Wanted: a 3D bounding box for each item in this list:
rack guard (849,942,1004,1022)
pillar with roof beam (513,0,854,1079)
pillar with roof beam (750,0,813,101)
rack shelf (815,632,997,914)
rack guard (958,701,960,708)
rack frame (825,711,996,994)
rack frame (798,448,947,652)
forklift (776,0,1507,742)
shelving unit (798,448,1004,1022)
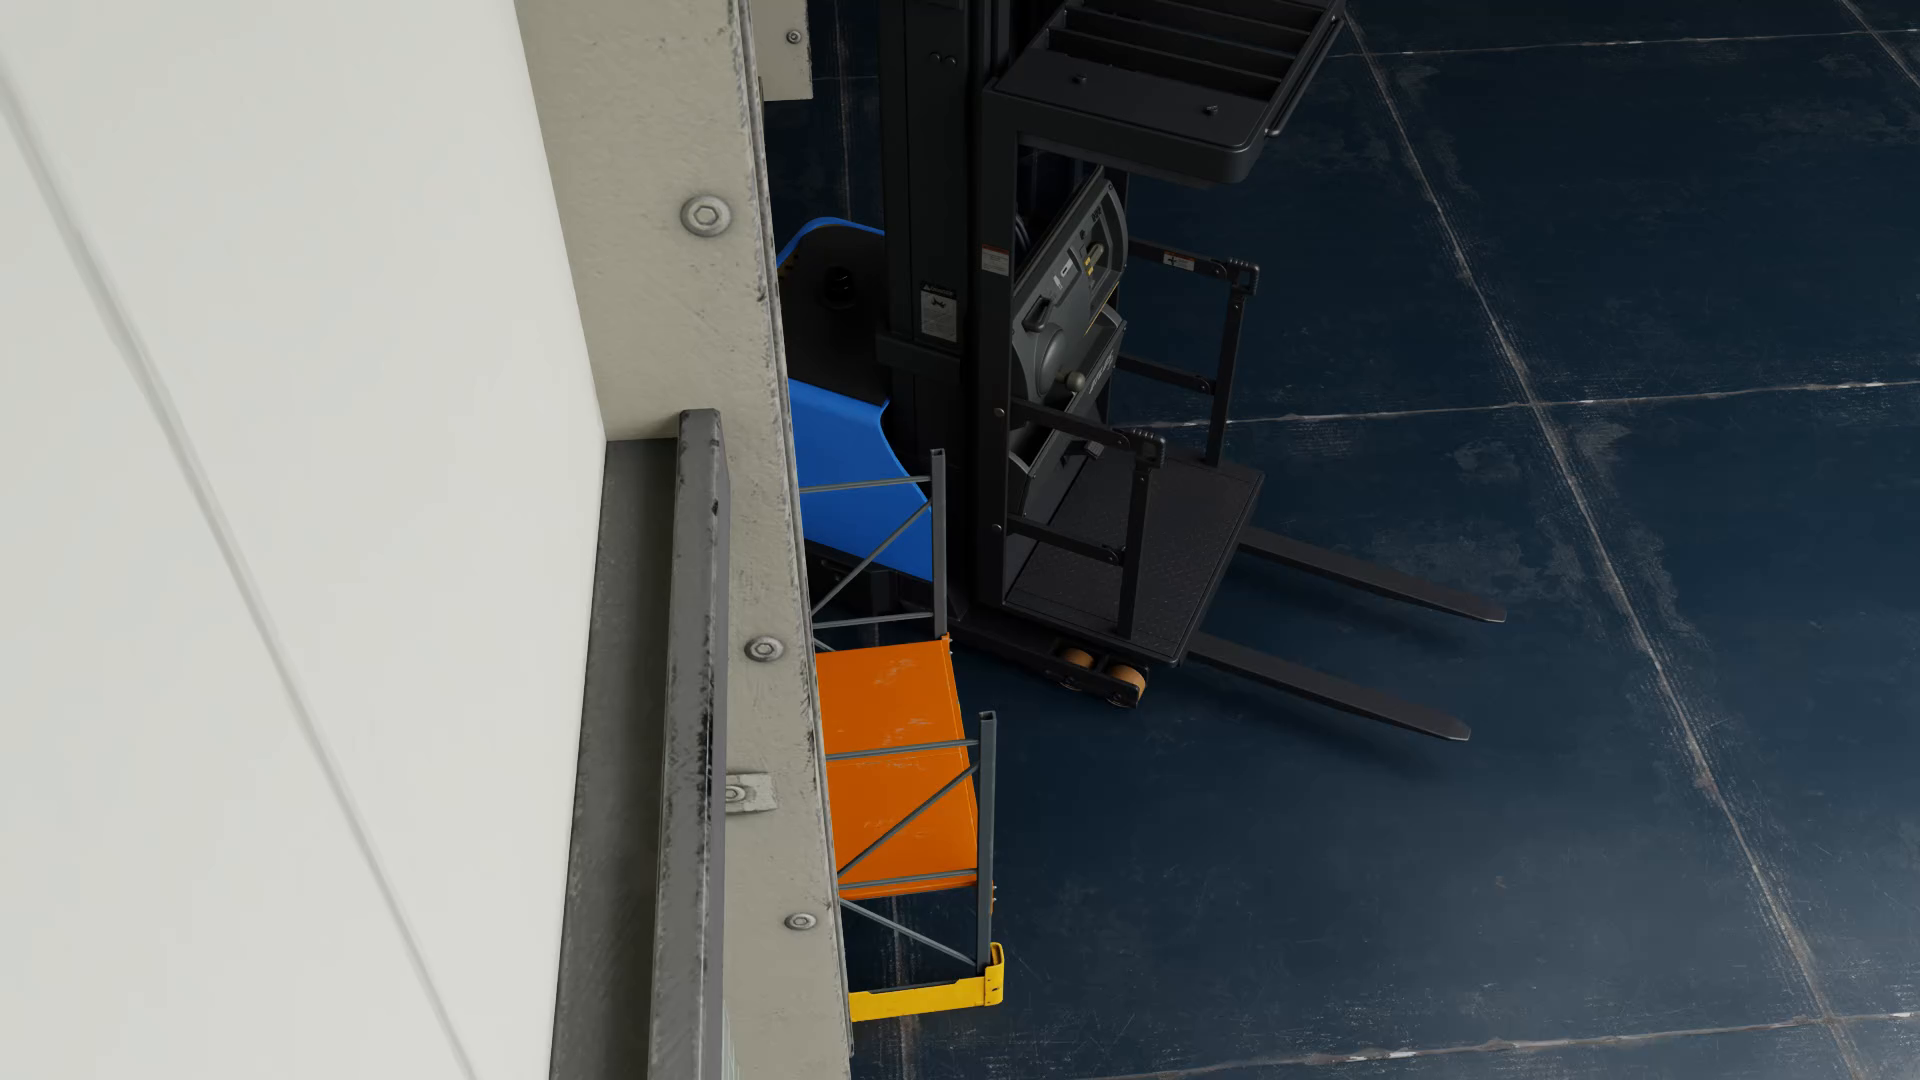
[{"bbox_3d":[-0.154,1.432,5.359,0.587,0.250,0.087,-6,47,-5],"label":"rack guard"},{"bbox_3d":[3.809,-1.591,2.195,9.100,9.000,0.400,-3,47,-3],"label":"pillar with roof beam"},{"bbox_3d":[3.306,-5.932,6.307,9.100,9.000,0.400,-3,47,-3],"label":"pillar with roof beam"},{"bbox_3d":[-0.224,0.761,5.381,0.538,0.185,1.000,-6,47,-5],"label":"rack shelf"},{"bbox_3d":[-0.292,0.715,6.037,0.587,0.250,0.087,-6,47,-5],"label":"rack guard"},{"bbox_3d":[-0.154,1.003,4.904,0.500,1.500,0.032,-6,47,-5],"label":"rack frame"},{"bbox_3d":[-0.295,0.272,5.596,0.500,1.500,0.032,-6,47,-5],"label":"rack frame"},{"bbox_3d":[0.566,-0.819,5.644,3.031,2.935,1.130,18,49,17],"label":"forklift"},{"bbox_3d":[-0.223,0.644,5.244,0.587,1.500,1.083,-6,47,-5],"label":"shelving unit"}]
